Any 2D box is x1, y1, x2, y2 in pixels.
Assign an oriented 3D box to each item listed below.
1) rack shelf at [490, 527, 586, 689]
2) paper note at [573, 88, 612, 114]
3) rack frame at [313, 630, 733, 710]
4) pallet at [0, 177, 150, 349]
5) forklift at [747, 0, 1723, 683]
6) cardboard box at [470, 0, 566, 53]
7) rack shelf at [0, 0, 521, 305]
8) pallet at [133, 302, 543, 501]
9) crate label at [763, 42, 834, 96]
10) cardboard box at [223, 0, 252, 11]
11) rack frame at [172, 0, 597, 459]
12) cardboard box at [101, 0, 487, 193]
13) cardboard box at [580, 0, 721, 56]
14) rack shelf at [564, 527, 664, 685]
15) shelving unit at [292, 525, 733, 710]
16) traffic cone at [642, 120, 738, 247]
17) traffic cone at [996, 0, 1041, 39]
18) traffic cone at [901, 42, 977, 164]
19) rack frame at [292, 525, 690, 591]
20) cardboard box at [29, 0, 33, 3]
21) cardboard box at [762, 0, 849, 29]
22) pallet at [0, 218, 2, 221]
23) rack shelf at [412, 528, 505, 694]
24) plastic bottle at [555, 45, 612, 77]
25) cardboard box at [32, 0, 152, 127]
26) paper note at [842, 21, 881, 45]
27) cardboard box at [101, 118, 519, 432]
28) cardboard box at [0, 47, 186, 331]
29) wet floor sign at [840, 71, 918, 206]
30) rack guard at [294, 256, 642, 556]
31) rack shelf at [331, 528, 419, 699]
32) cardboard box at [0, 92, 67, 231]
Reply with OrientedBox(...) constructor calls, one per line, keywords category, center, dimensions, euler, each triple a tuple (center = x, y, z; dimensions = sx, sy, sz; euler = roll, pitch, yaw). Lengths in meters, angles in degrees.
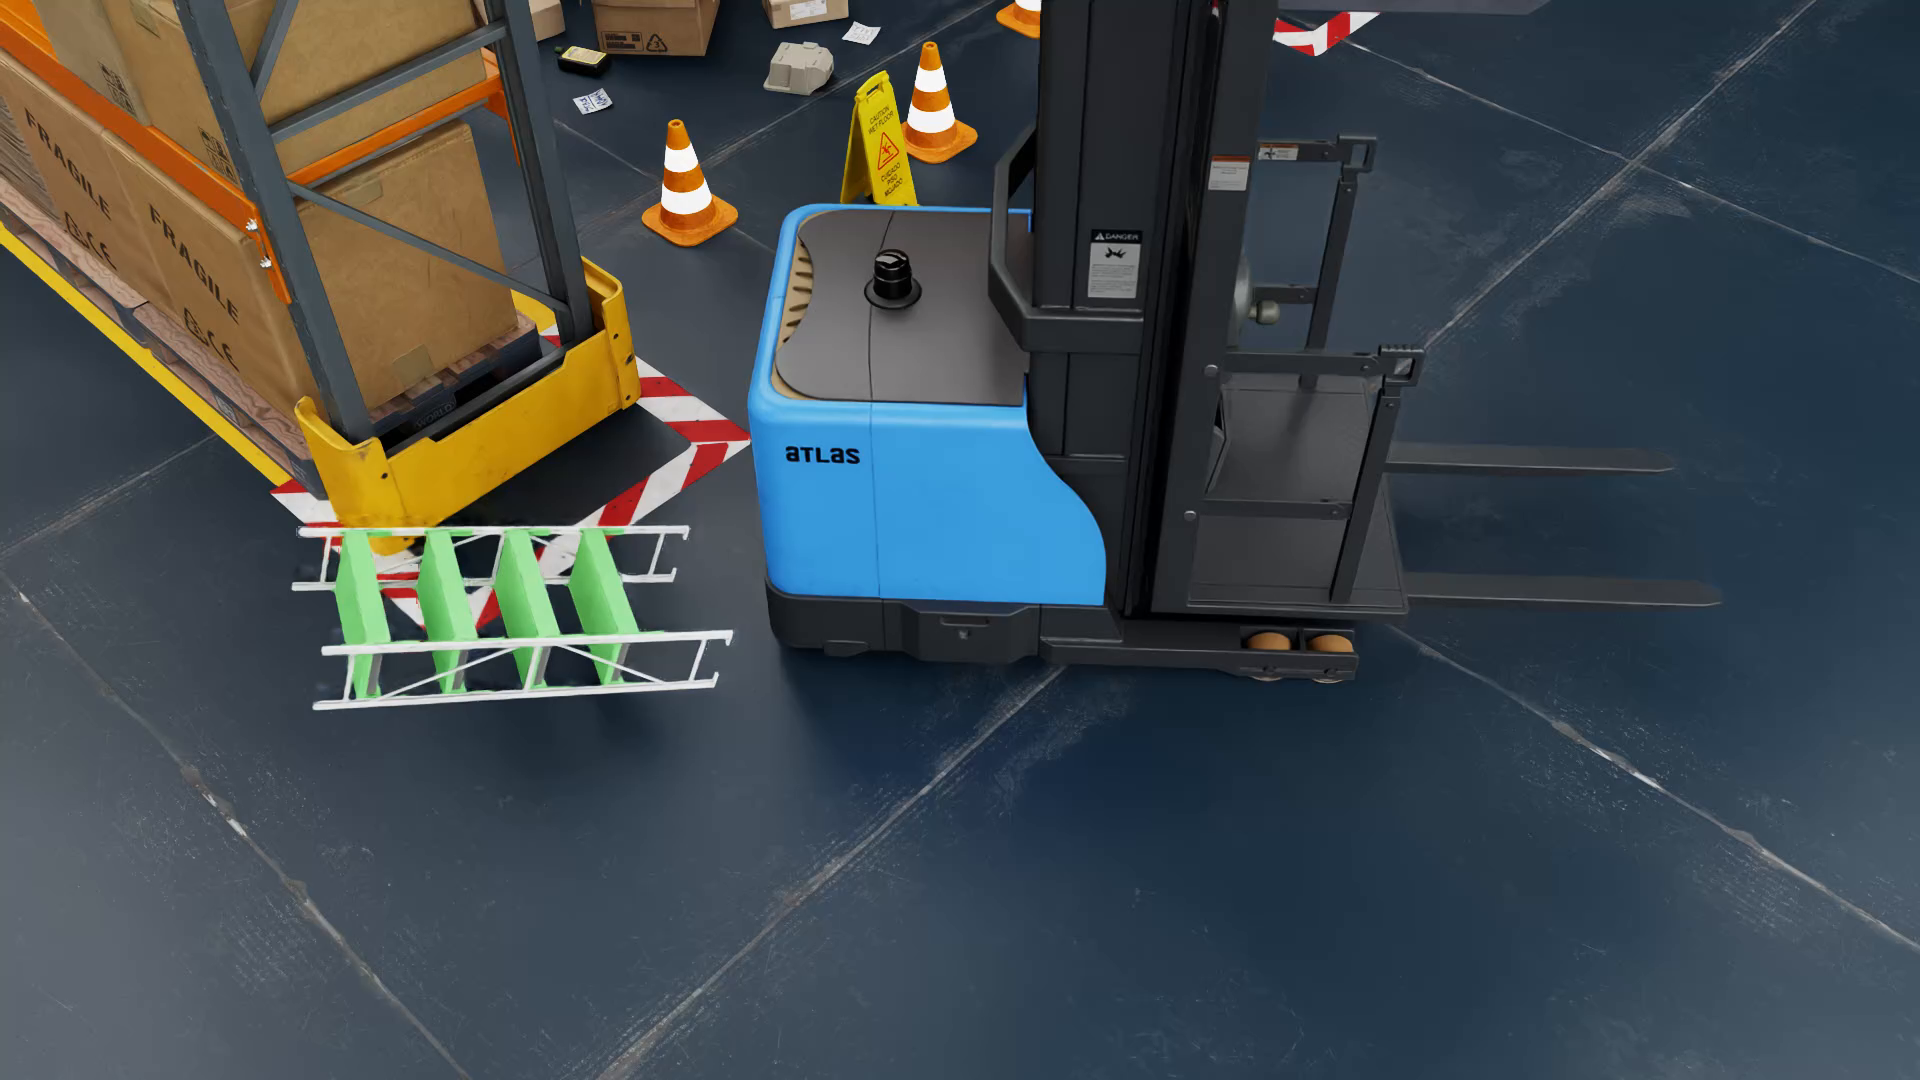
OrientedBox(category="rack shelf", center=(-1.299, 0.215, 5.100), dimensions=(0.148, 0.258, 0.480), euler=(-1, 42, -30))
OrientedBox(category="paper note", center=(-1.683, -2.011, 7.618), dimensions=(0.144, 0.017, 0.142), euler=(-21, 50, -18))
OrientedBox(category="rack frame", center=(-1.261, 0.378, 4.912), dimensions=(1.200, 0.240, 0.015), euler=(-1, 42, -30))
OrientedBox(category="pallet", center=(-3.246, -1.366, 6.888), dimensions=(1.213, 0.211, 1.003), euler=(34, 55, 28))
OrientedBox(category="forklift", center=(0.917, -0.945, 4.627), dimensions=(3.031, 2.935, 1.130), euler=(2, 47, 2))
OrientedBox(category="cardboard box", center=(-2.140, -2.542, 7.955), dimensions=(0.396, 0.266, 0.258), euler=(-29, 53, -25))
OrientedBox(category="rack shelf", center=(-3.183, -2.106, 6.163), dimensions=(4.000, 0.370, 1.077), euler=(34, 55, 28))
OrientedBox(category="pallet", center=(-2.354, -0.762, 6.321), dimensions=(1.213, 0.211, 1.003), euler=(34, 55, 28))
OrientedBox(category="crate label", center=(-0.744, -2.200, 7.721), dimensions=(0.298, 0.136, 0.250), euler=(9, 48, 9))
OrientedBox(category="cardboard box", center=(-1.959, -1.989, 4.716), dimensions=(0.550, 0.550, 0.875), euler=(34, 55, 28))
OrientedBox(category="rack frame", center=(-1.713, -1.364, 4.973), dimensions=(0.127, 3.000, 1.000), euler=(34, 55, 28))
OrientedBox(category="cardboard box", center=(-2.016, -1.574, 5.067), dimensions=(0.550, 0.550, 0.875), euler=(34, 55, 28))
OrientedBox(category="cardboard box", center=(-1.438, -2.723, 7.962), dimensions=(0.637, 0.503, 0.797), euler=(2, 47, 2))
OrientedBox(category="rack shelf", center=(-1.091, 0.212, 5.221), dimensions=(0.148, 0.258, 0.480), euler=(-1, 42, -30))
OrientedBox(category="shelving unit", center=(-1.354, 0.215, 5.068), dimensions=(1.200, 0.258, 0.503), euler=(-1, 42, -30))
OrientedBox(category="traffic cone", center=(-1.140, -1.518, 6.858), dimensions=(0.334, 0.463, 0.336), euler=(34, 55, 28))
OrientedBox(category="traffic cone", center=(0.379, -2.718, 7.985), dimensions=(0.334, 0.463, 0.336), euler=(34, 55, 28))
OrientedBox(category="traffic cone", center=(-0.124, -1.956, 7.269), dimensions=(0.334, 0.463, 0.336), euler=(34, 55, 28))
OrientedBox(category="rack frame", center=(-1.447, 0.052, 5.224), dimensions=(1.200, 0.240, 0.015), euler=(-1, 42, -30))
OrientedBox(category="cardboard box", center=(-2.762, -2.178, 5.635), dimensions=(0.550, 0.550, 0.875), euler=(34, 55, 28))
OrientedBox(category="cardboard box", center=(-0.763, -2.655, 8.141), dimensions=(0.380, 0.149, 0.250), euler=(-13, 48, -12))
OrientedBox(category="pallet", center=(-4.147, -1.969, 7.454), dimensions=(1.213, 0.211, 1.003), euler=(34, 55, 28))
OrientedBox(category="rack shelf", center=(-1.506, 0.217, 4.979), dimensions=(0.148, 0.258, 0.480), euler=(-1, 42, -30))
OrientedBox(category="plastic bottle", center=(-1.798, -2.262, 7.832), dimensions=(0.283, 0.061, 0.133), euler=(17, 49, 15))
OrientedBox(category="cardboard box", center=(-2.435, -1.834, 5.312), dimensions=(0.550, 0.550, 0.875), euler=(34, 55, 28))
OrientedBox(category="paper note", center=(-0.475, -2.450, 8.029), dimensions=(0.142, 0.019, 0.148), euler=(17, 49, 15))
OrientedBox(category="cardboard box", center=(-2.256, -1.080, 5.876), dimensions=(0.875, 0.875, 0.875), euler=(34, 56, 28))
OrientedBox(category="cardboard box", center=(-2.904, -1.514, 6.283), dimensions=(0.875, 0.875, 0.875), euler=(33, 55, 27))
OrientedBox(category="wet floor sign", center=(-0.349, -1.604, 6.813), dimensions=(0.232, 0.644, 0.267), euler=(25, 52, 22))
OrientedBox(category="rack guard", center=(-1.695, -0.496, 5.873), dimensions=(0.348, 0.500, 1.175), euler=(34, 55, 28))
OrientedBox(category="rack shelf", center=(-1.714, 0.219, 4.859), dimensions=(0.148, 0.258, 0.480), euler=(-1, 42, -30))
OrientedBox(category="cardboard box", center=(-3.573, -1.966, 6.707), dimensions=(0.875, 0.875, 0.875), euler=(34, 56, 28))
